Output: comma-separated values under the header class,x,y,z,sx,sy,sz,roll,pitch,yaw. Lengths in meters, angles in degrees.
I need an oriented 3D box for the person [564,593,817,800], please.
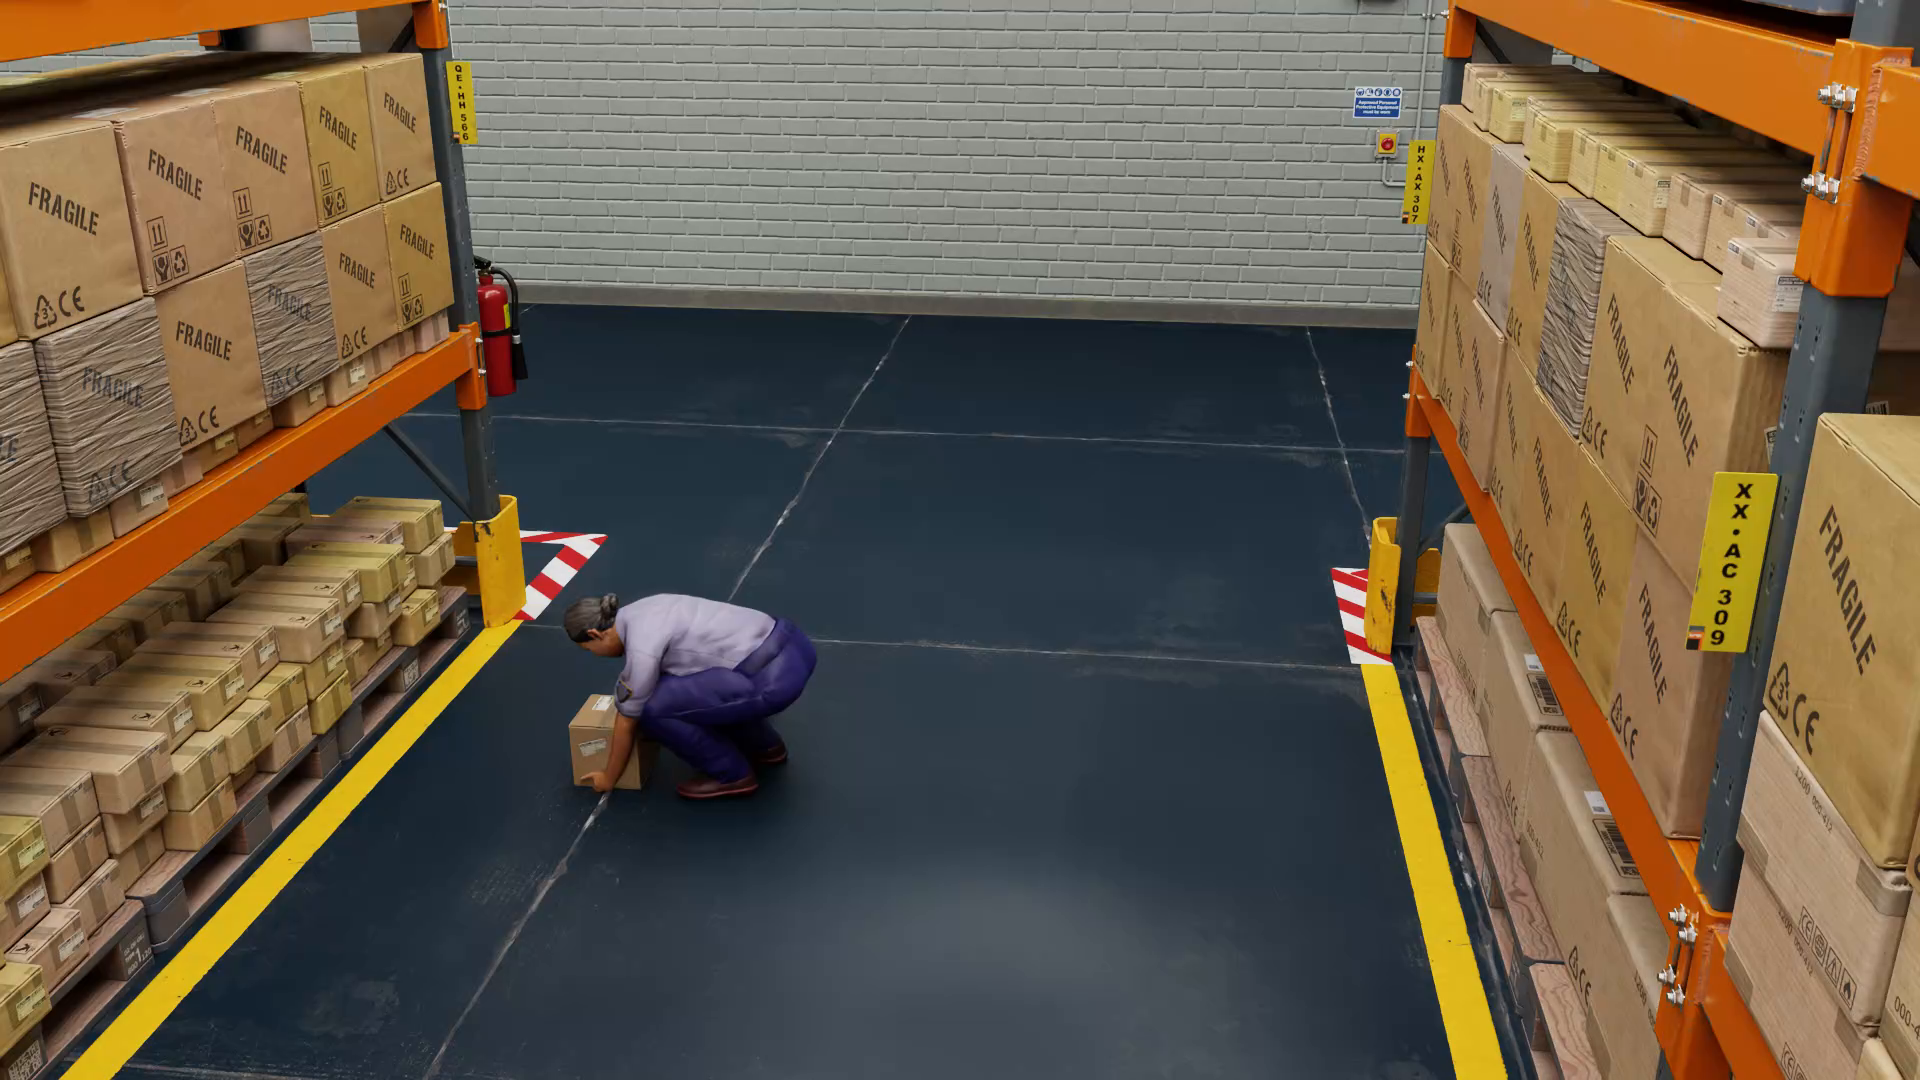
class,x,y,z,sx,sy,sz,roll,pitch,yaw
person,-0.964,0.536,6.014,0.878,0.755,0.496,2,21,5
